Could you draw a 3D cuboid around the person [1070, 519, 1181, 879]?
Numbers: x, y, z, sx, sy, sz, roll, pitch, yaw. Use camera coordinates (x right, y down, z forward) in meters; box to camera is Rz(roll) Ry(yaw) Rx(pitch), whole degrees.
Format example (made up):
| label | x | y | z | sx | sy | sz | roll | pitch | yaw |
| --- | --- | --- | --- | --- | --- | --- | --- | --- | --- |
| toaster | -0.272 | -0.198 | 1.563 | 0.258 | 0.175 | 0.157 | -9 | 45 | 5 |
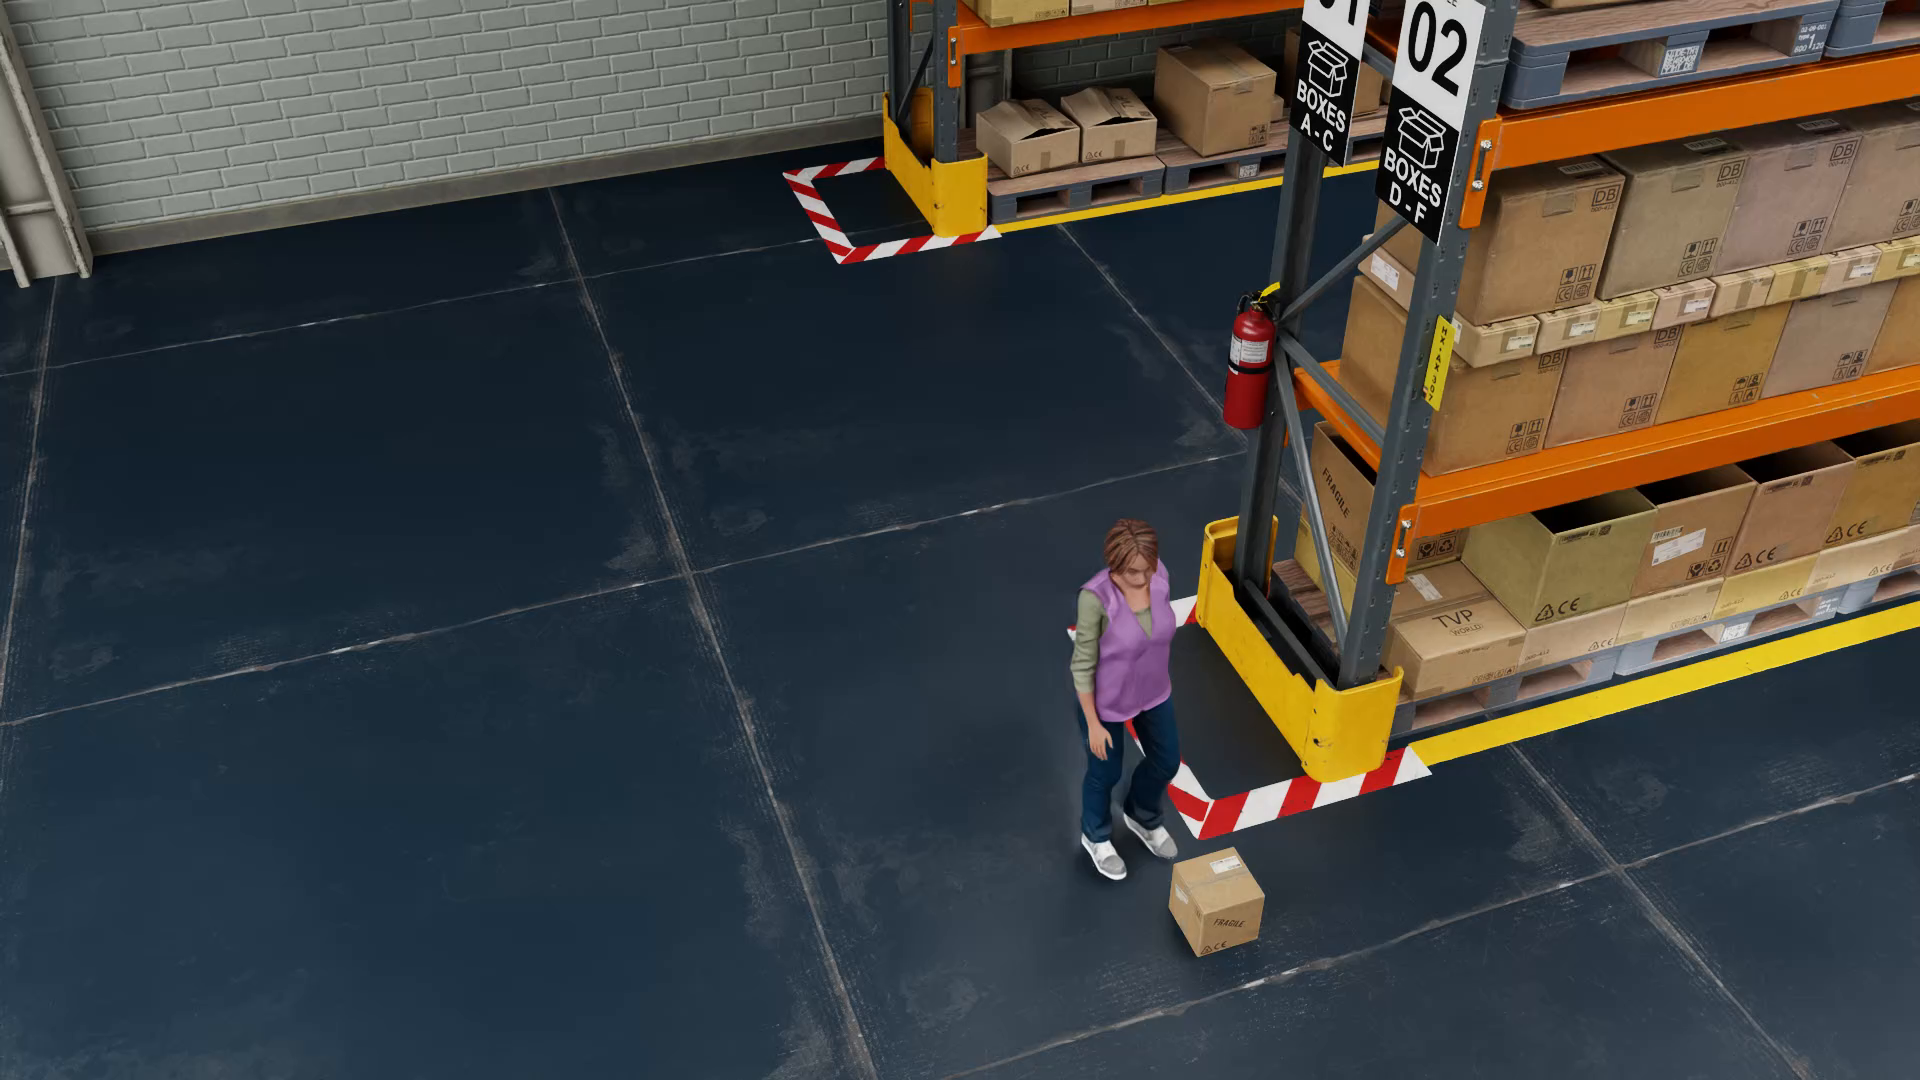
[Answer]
| label | x | y | z | sx | sy | sz | roll | pitch | yaw |
| --- | --- | --- | --- | --- | --- | --- | --- | --- | --- |
| person | 0.598 | 0.597 | 6.037 | 0.459 | 1.648 | 0.335 | -20 | 42 | -23 |
